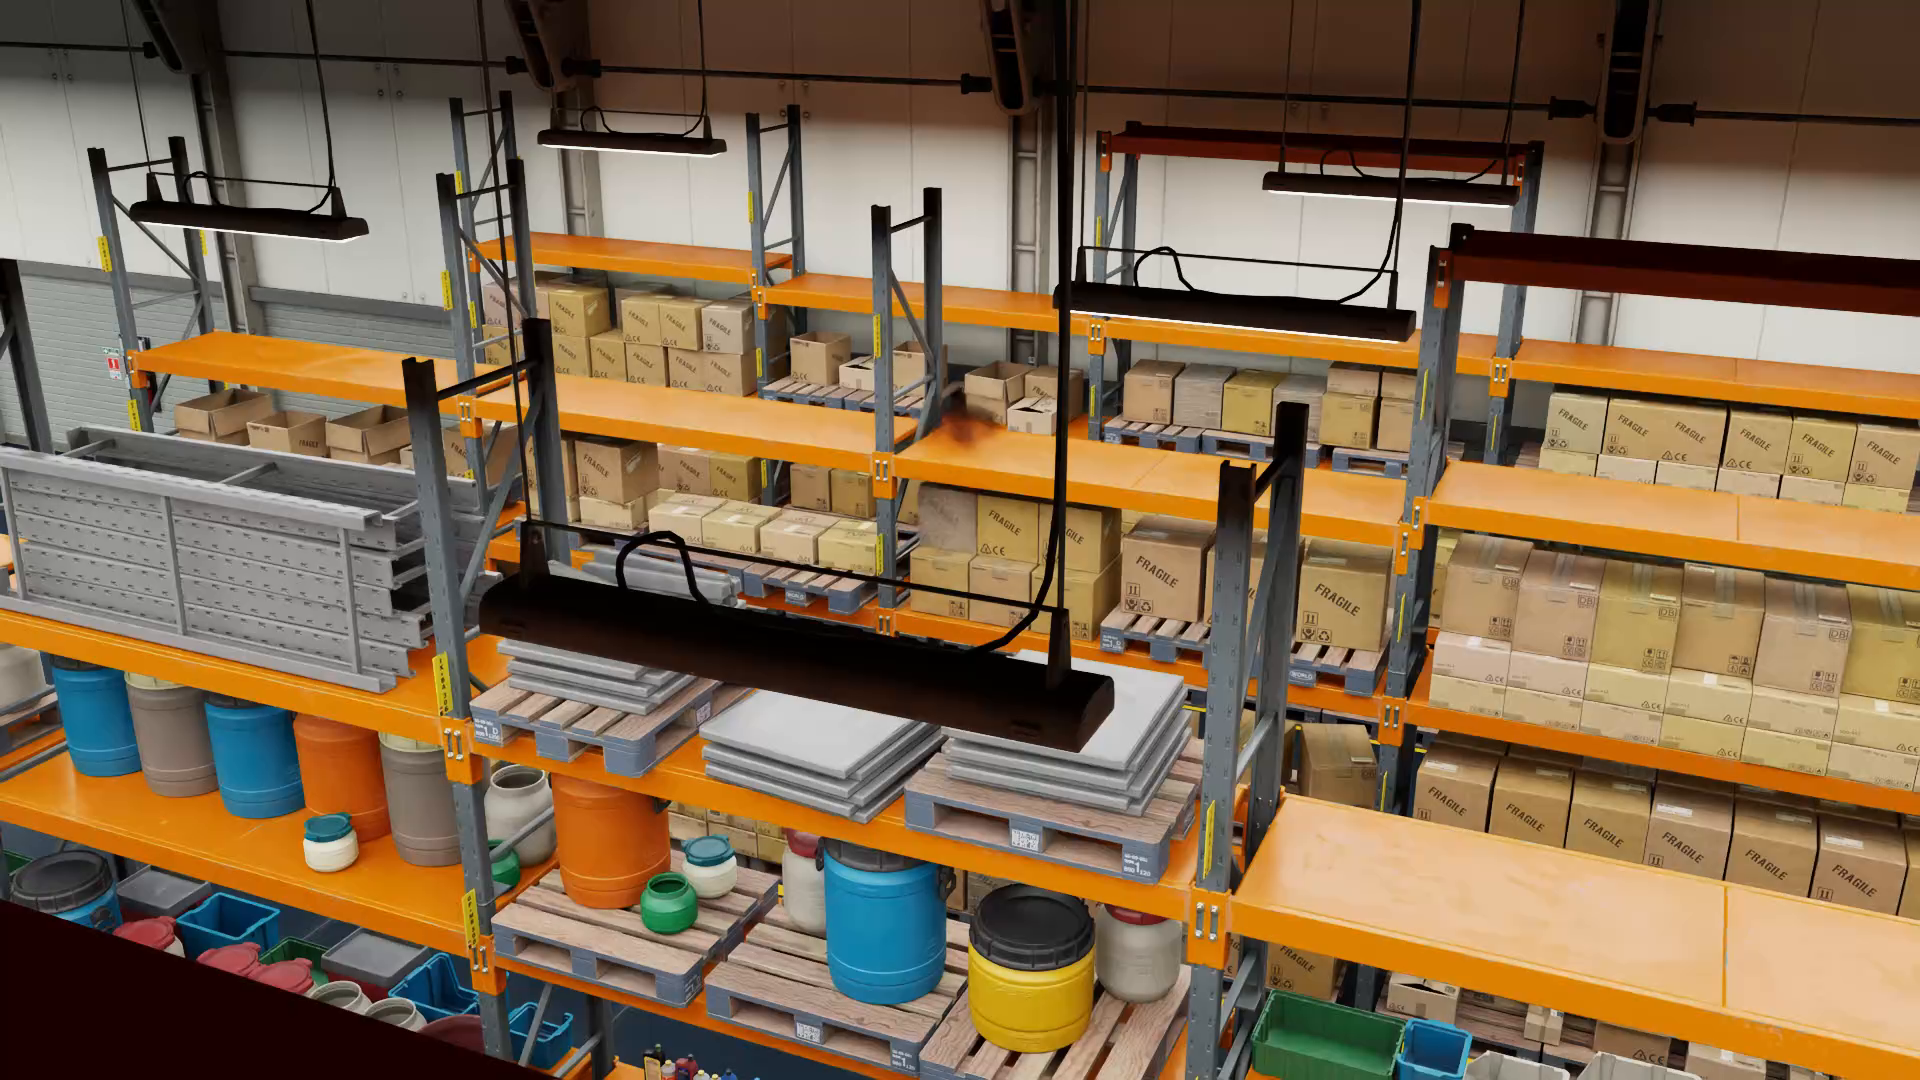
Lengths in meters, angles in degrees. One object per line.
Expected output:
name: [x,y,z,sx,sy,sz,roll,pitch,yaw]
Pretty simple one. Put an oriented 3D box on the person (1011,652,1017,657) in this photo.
person: [0.821,1.215,17.115,0.482,1.697,0.545,-15,25,-35]
